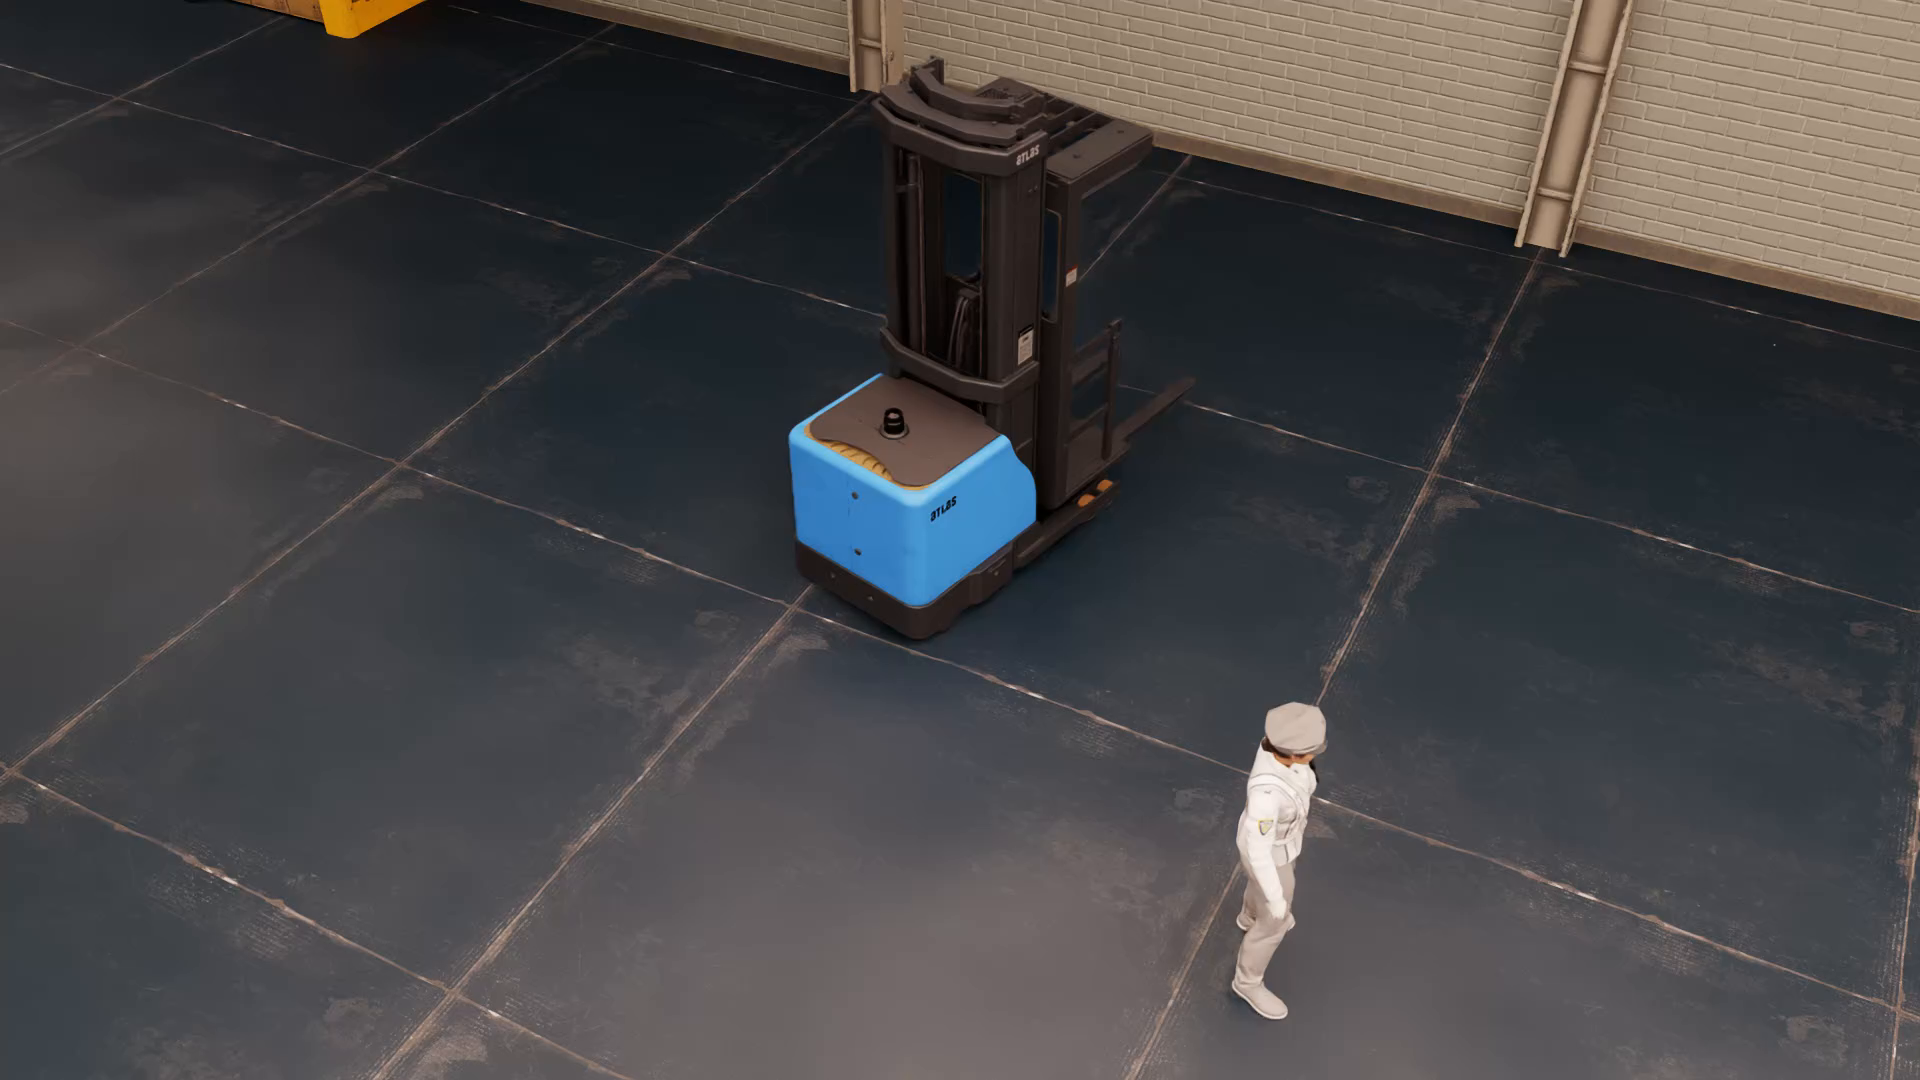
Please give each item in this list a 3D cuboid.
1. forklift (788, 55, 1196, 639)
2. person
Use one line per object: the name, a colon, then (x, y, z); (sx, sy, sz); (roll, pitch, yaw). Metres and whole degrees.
forklift: (0.357, -1.433, 9.688); (1.130, 2.935, 3.031); (29, 48, 30)
person: (1.405, 1.367, 7.359); (0.375, 1.672, 0.671); (12, 41, 14)
